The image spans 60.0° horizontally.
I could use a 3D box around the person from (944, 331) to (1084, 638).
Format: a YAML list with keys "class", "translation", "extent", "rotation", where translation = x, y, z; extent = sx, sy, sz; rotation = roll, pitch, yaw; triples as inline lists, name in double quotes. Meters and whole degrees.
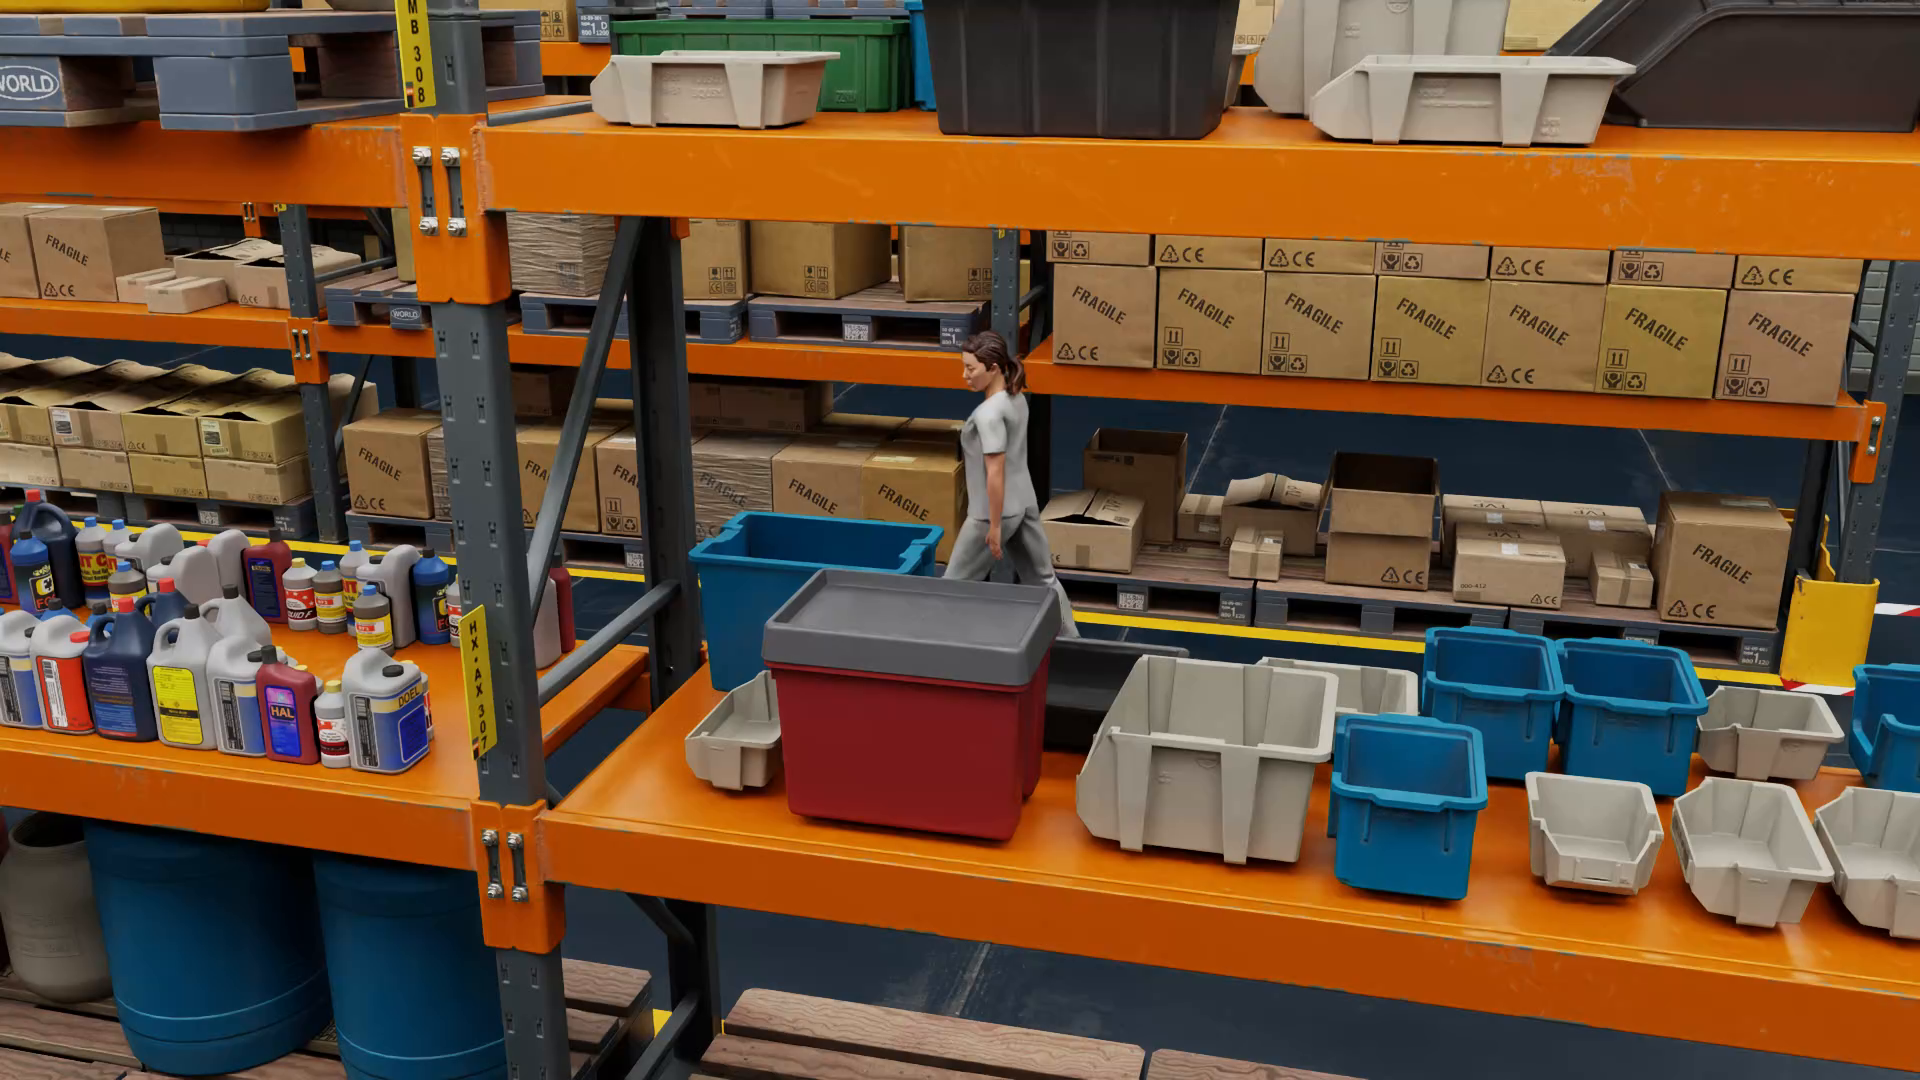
- class: "person"
  translation: [0.161, -0.138, 7.482]
  extent: [0.886, 1.640, 0.574]
  rotation: [9, 20, 26]
